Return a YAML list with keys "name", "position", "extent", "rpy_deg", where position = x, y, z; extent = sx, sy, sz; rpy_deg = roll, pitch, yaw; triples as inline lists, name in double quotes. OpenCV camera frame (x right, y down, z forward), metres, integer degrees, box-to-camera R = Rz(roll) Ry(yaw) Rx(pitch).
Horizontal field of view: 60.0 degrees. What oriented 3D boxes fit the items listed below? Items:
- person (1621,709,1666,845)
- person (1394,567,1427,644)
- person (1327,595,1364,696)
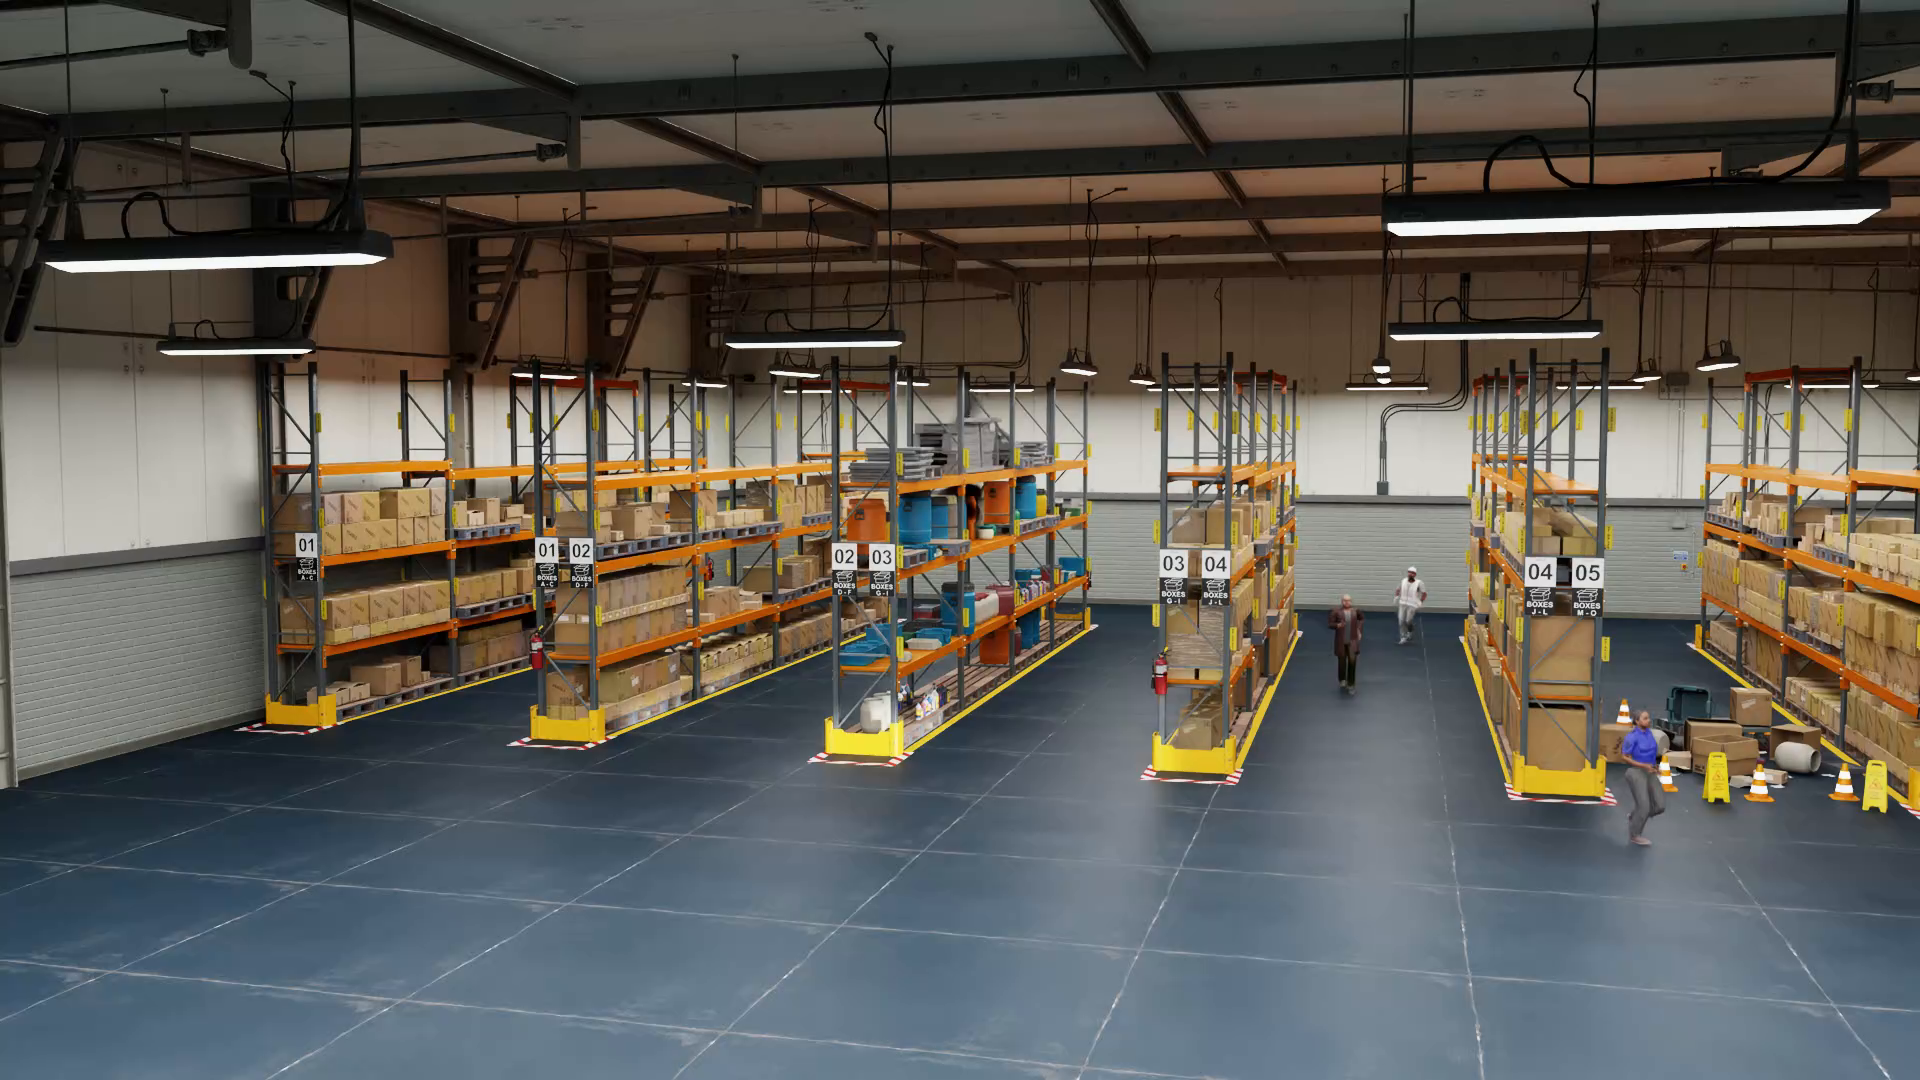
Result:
- name: "person"
  position: [8.113, 2.815, 19.719]
  extent: [0.571, 1.596, 0.572]
  rpy_deg: [-2, 5, -28]
- name: "person"
  position: [10.174, 1.490, 37.714]
  extent: [0.717, 1.748, 0.535]
  rpy_deg: [3, 5, 38]
- name: "person"
  position: [7.176, 1.934, 30.925]
  extent: [0.692, 1.839, 0.842]
  rpy_deg: [1, 4, 9]
